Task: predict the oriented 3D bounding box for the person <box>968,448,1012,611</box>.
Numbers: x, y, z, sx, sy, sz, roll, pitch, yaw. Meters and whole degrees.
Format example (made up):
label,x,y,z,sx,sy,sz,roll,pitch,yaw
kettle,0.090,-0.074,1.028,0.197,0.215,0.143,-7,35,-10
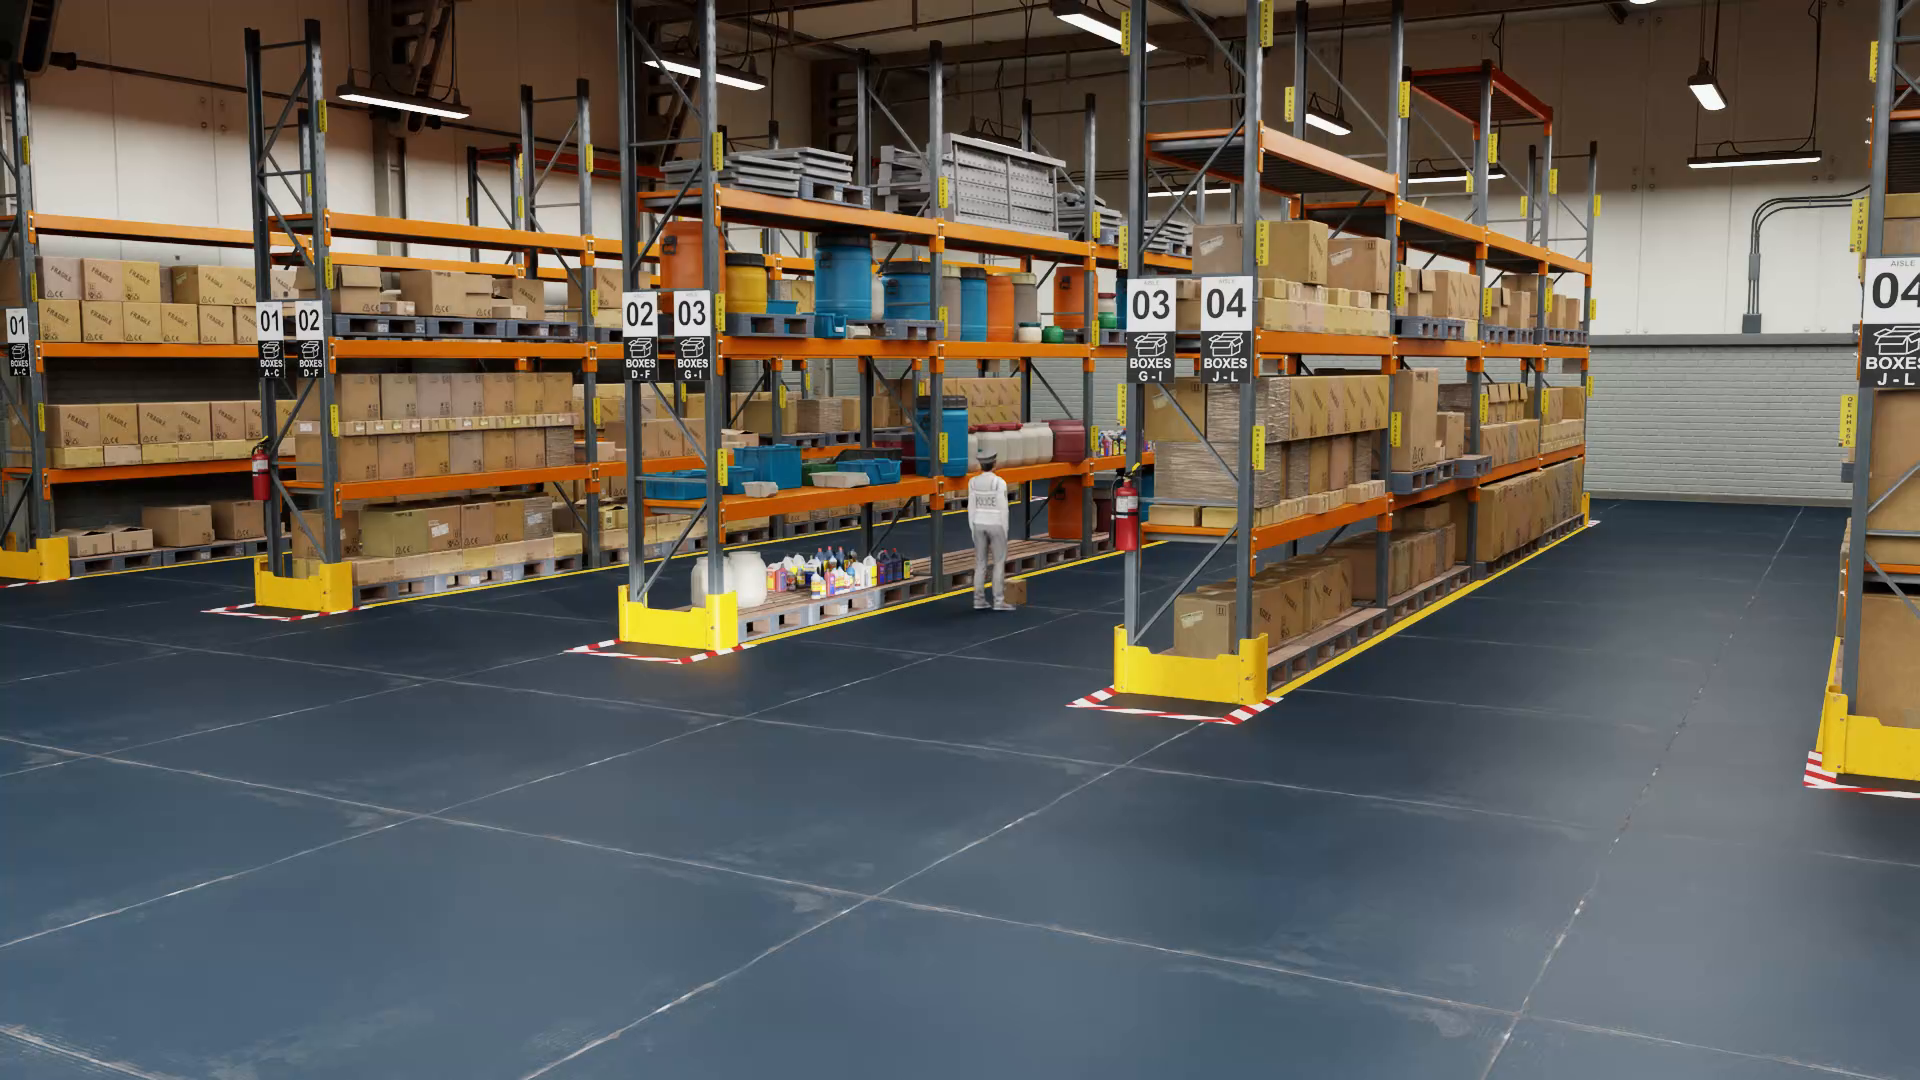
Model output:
label,x,y,z,sx,sy,sz,roll,pitch,yaw
person,0.304,-0.110,17.313,0.473,1.687,0.348,3,7,29
